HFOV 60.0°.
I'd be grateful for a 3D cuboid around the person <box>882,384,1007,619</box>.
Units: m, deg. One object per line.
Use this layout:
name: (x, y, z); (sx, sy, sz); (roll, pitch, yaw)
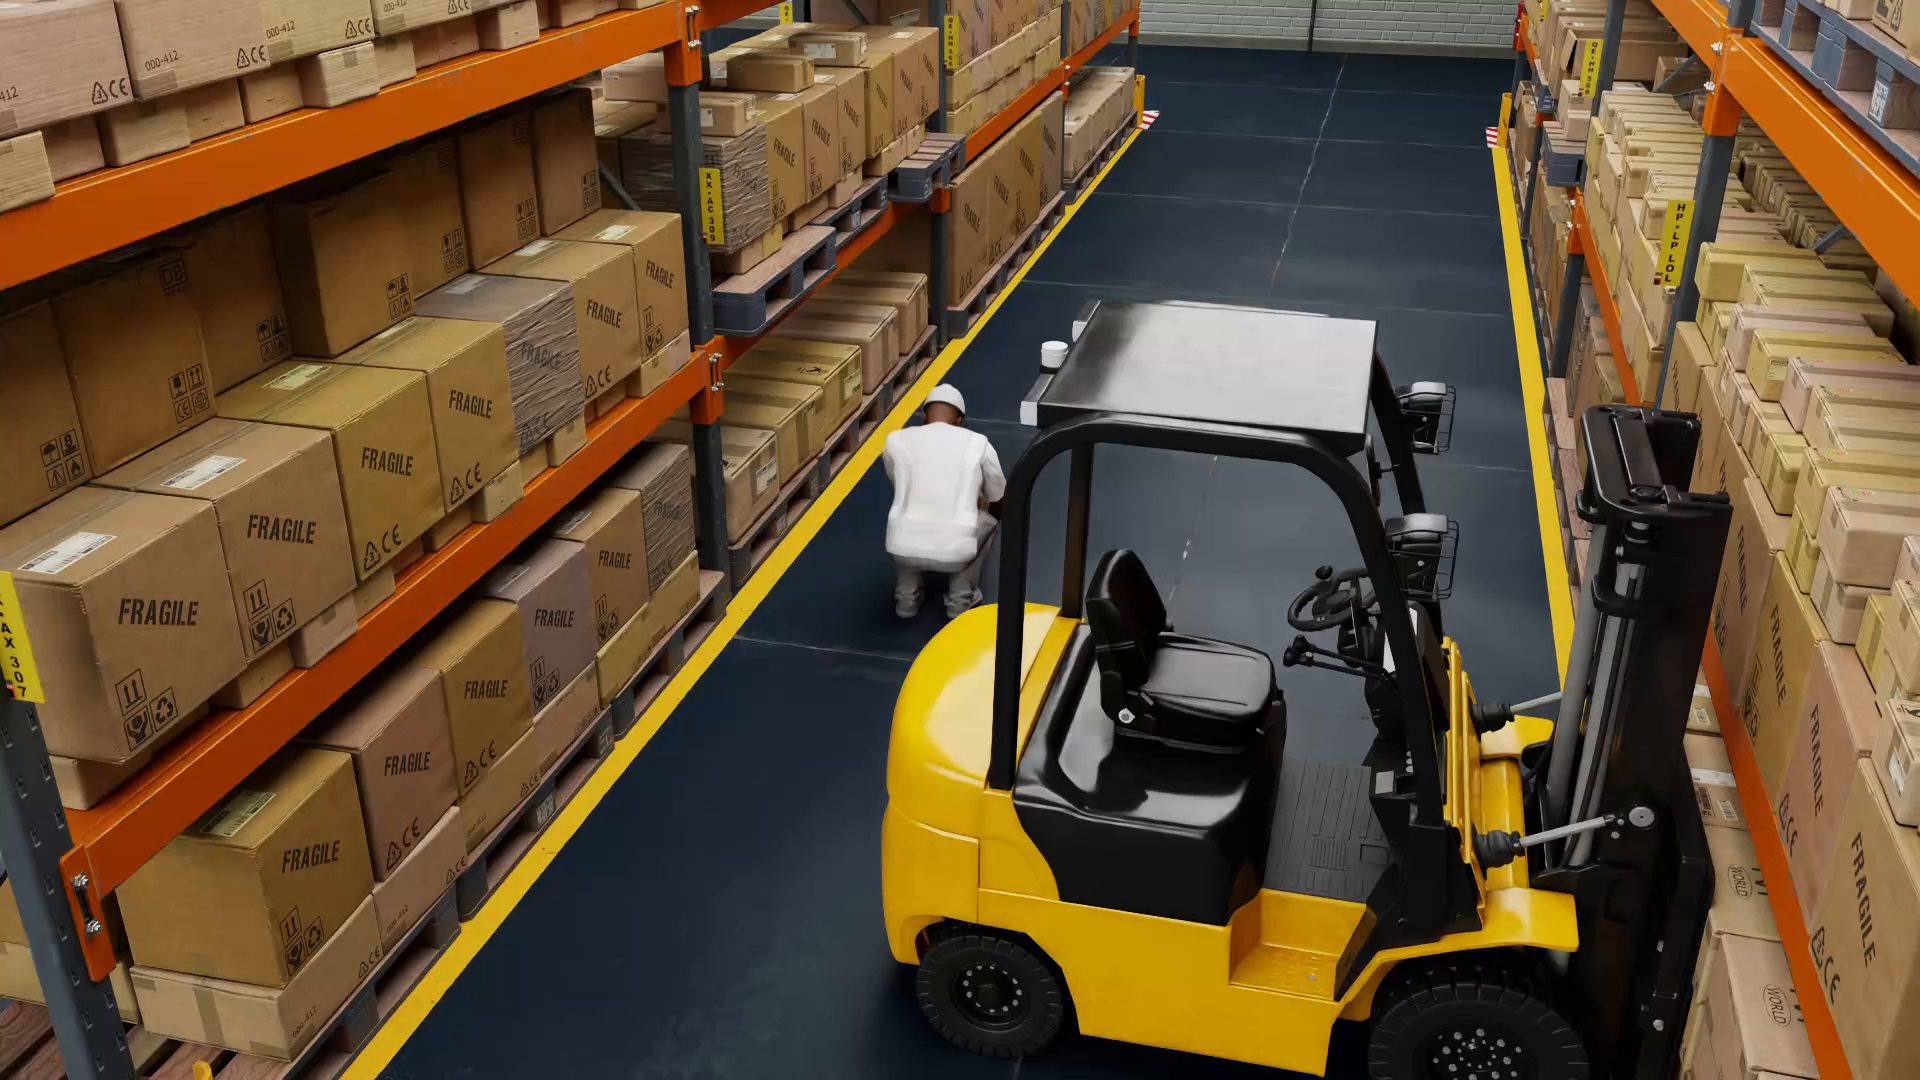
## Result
person: (-0.093, -0.180, 7.877); (0.590, 0.998, 0.882); (6, 26, 13)
